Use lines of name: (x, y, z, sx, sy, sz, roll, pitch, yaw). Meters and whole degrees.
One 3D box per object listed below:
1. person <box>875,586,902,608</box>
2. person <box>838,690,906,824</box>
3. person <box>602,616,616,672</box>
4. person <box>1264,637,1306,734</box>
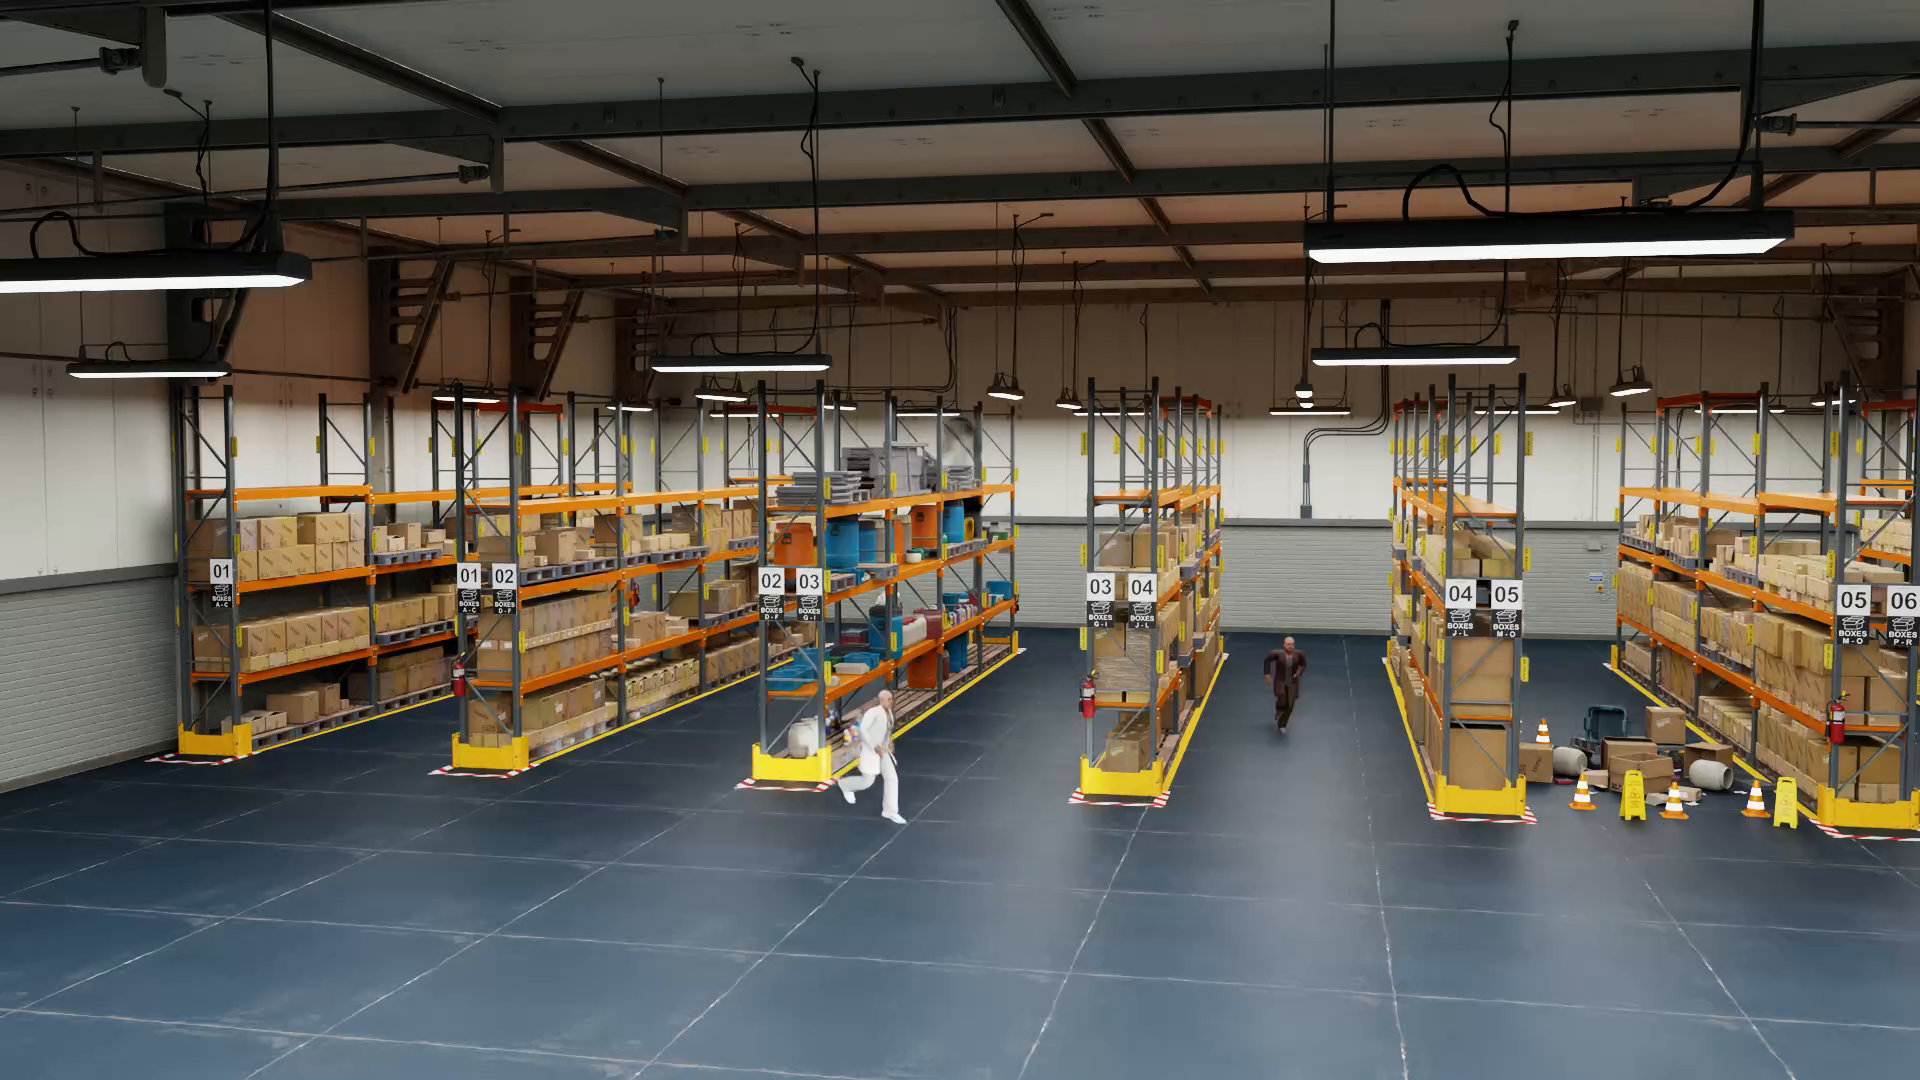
person: (-1.627, 1.771, 37.315, 0.592, 1.707, 0.764, 1, 3, 11)
person: (-1.175, 2.893, 22.388, 1.111, 1.779, 0.714, 2, 4, 36)
person: (-7.601, 2.205, 35.543, 0.591, 1.609, 0.577, 1, 3, 14)
person: (5.695, 2.536, 29.070, 0.697, 1.706, 0.778, 0, 3, -6)
